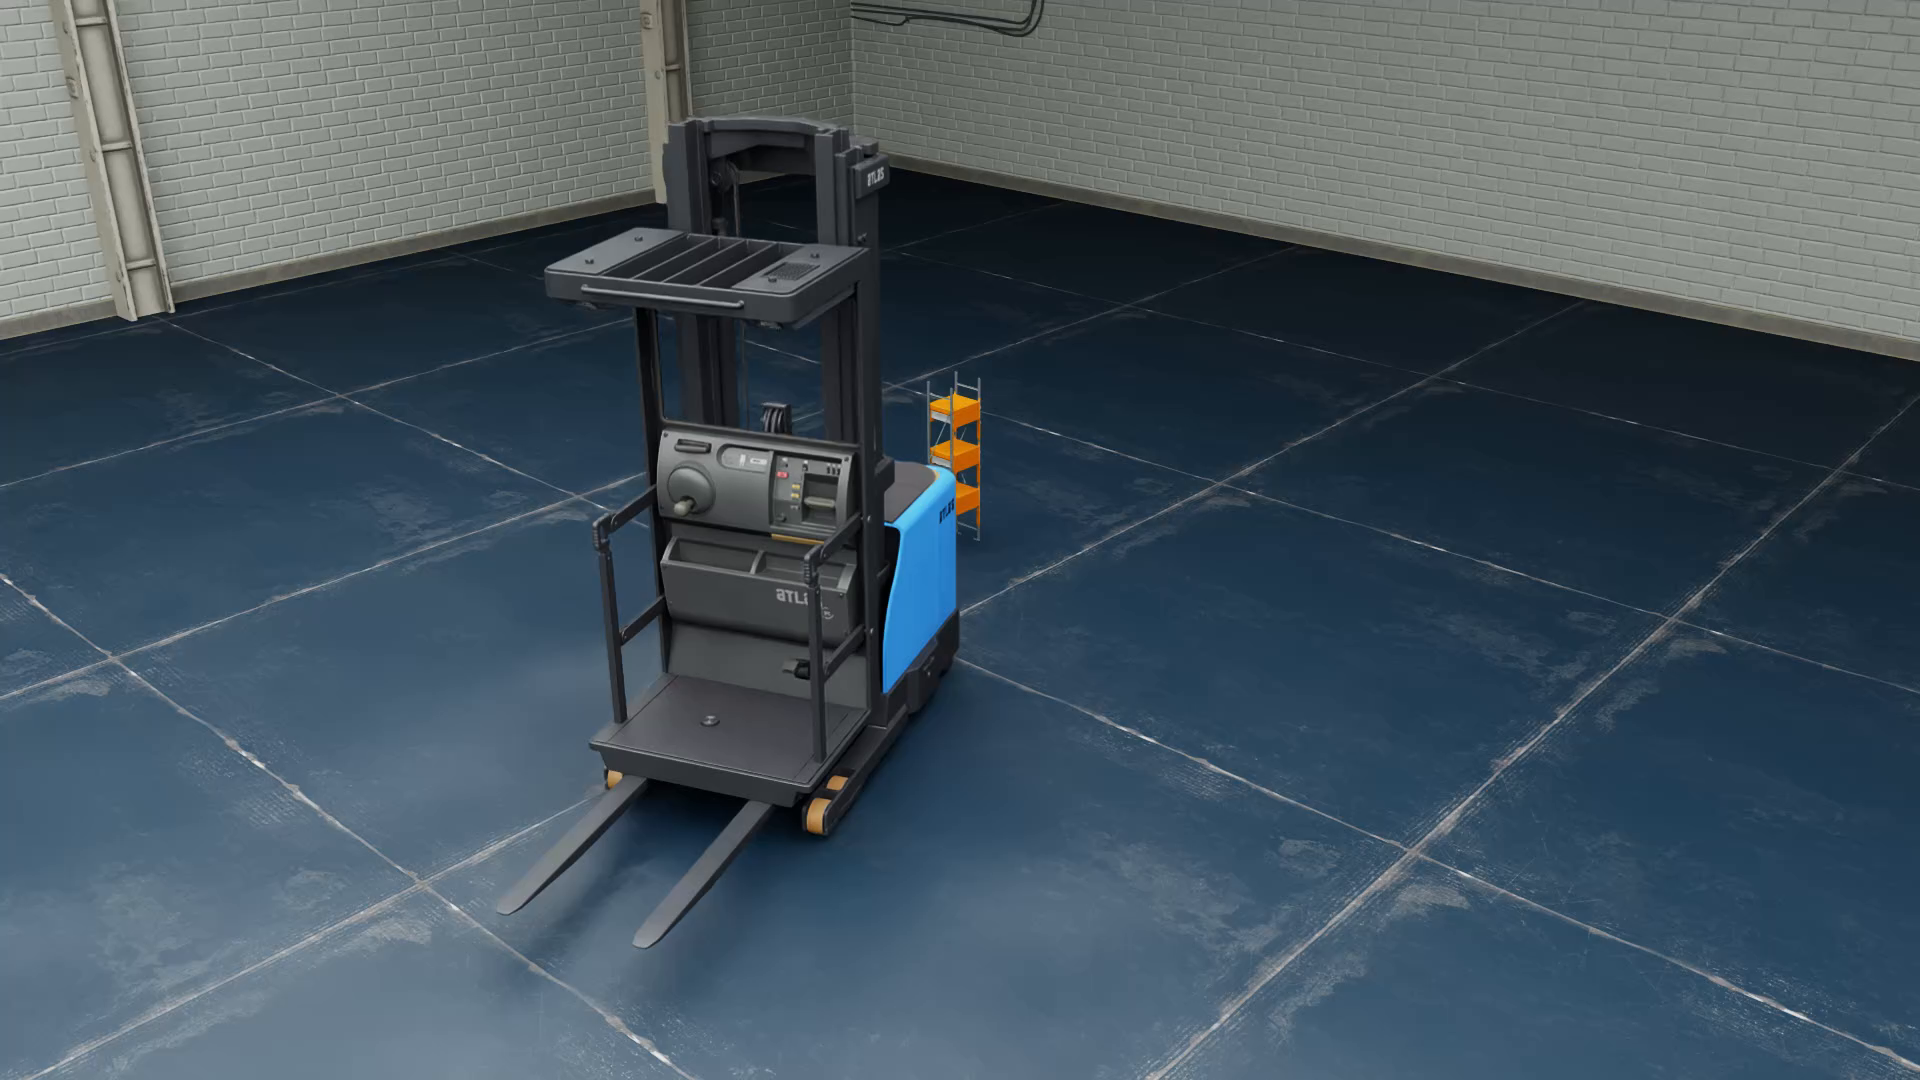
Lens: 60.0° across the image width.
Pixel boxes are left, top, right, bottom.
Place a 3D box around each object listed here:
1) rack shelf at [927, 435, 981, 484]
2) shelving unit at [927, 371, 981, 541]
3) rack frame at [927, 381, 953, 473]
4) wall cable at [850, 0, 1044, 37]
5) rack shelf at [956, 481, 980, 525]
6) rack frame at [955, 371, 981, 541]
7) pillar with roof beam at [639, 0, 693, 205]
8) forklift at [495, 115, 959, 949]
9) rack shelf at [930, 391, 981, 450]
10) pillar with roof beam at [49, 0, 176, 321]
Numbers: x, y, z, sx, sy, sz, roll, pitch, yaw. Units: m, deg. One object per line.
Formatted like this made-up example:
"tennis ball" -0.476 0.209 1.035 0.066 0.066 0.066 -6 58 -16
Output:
"rack shelf" -0.036 -0.453 10.003 0.215 0.259 0.240 20 31 38
"shelving unit" -0.036 -0.463 9.999 0.215 1.050 0.252 20 31 38
"rack frame" -0.117 -0.426 9.916 0.200 1.050 0.008 20 31 38
"wall cable" -0.255 -7.063 18.798 3.097 2.526 0.112 20 31 38
"rack shelf" -0.036 -0.199 10.117 0.215 0.259 0.240 20 31 38
"rack frame" 0.046 -0.500 10.082 0.200 1.050 0.008 20 31 38
"pillar with roof beam" 0.000 -6.768 14.345 9.100 9.000 0.400 20 31 38
"forklift" -0.984 -0.223 7.164 1.130 2.935 3.031 8 25 18
"rack shelf" -0.036 -0.712 9.887 0.215 0.259 0.240 20 31 38
"pillar with roof beam" -4.004 -4.940 10.268 9.100 9.000 0.400 20 31 38
